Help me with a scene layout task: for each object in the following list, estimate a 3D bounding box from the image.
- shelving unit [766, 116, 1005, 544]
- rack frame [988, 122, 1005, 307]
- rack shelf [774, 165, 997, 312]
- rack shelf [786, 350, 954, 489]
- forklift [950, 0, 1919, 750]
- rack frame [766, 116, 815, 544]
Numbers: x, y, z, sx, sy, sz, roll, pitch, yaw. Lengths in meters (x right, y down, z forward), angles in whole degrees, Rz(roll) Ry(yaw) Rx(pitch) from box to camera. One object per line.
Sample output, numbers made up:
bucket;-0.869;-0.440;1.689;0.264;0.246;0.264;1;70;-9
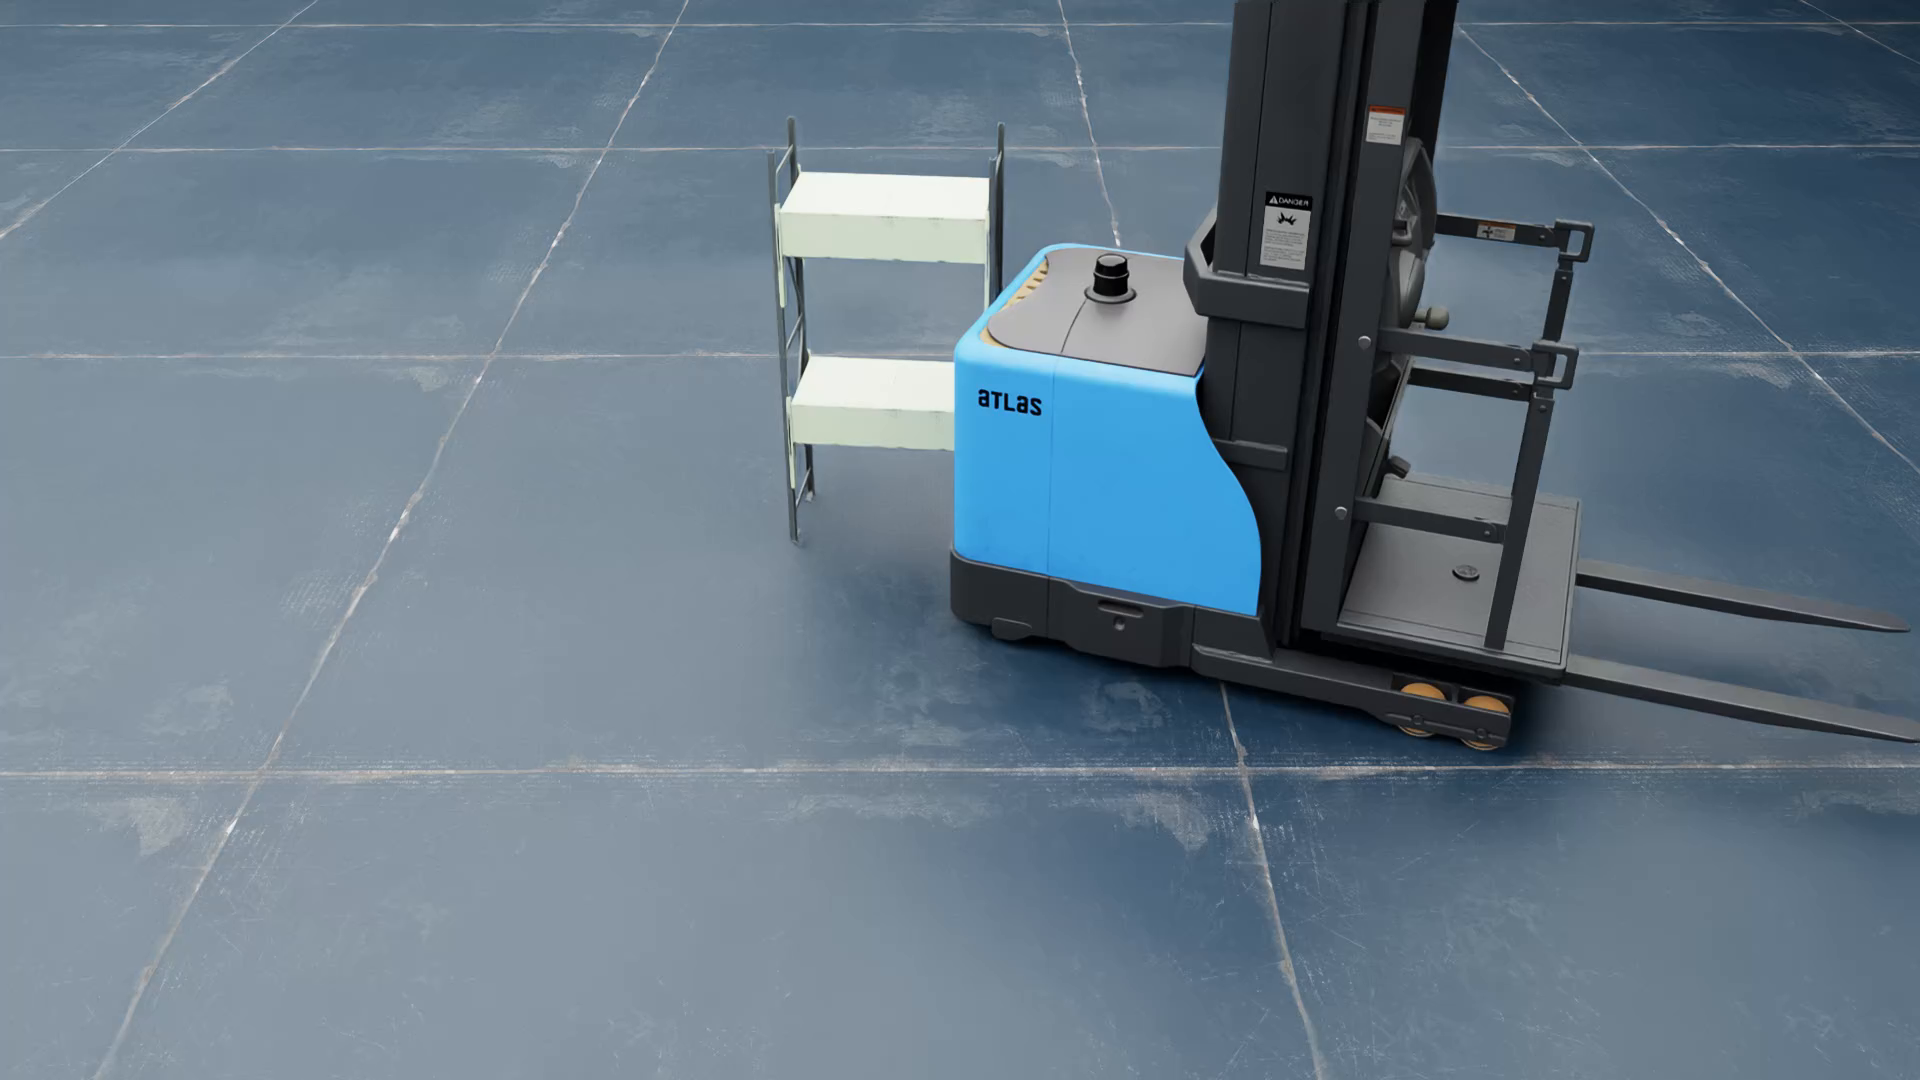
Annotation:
shelving unit;-0.240;-0.713;5.979;0.755;1.500;0.431;3;31;5
rack frame;0.124;-0.694;5.948;0.023;1.500;0.400;3;31;5
rack shelf;-0.240;-1.047;5.777;0.720;0.370;0.431;3;31;5
rack shelf;-0.240;-0.434;6.148;0.720;0.370;0.431;3;31;5
forklift;1.538;-0.912;4.927;3.031;2.935;1.130;11;33;17
rack frame;-0.604;-0.732;6.010;0.023;1.500;0.400;3;31;5
